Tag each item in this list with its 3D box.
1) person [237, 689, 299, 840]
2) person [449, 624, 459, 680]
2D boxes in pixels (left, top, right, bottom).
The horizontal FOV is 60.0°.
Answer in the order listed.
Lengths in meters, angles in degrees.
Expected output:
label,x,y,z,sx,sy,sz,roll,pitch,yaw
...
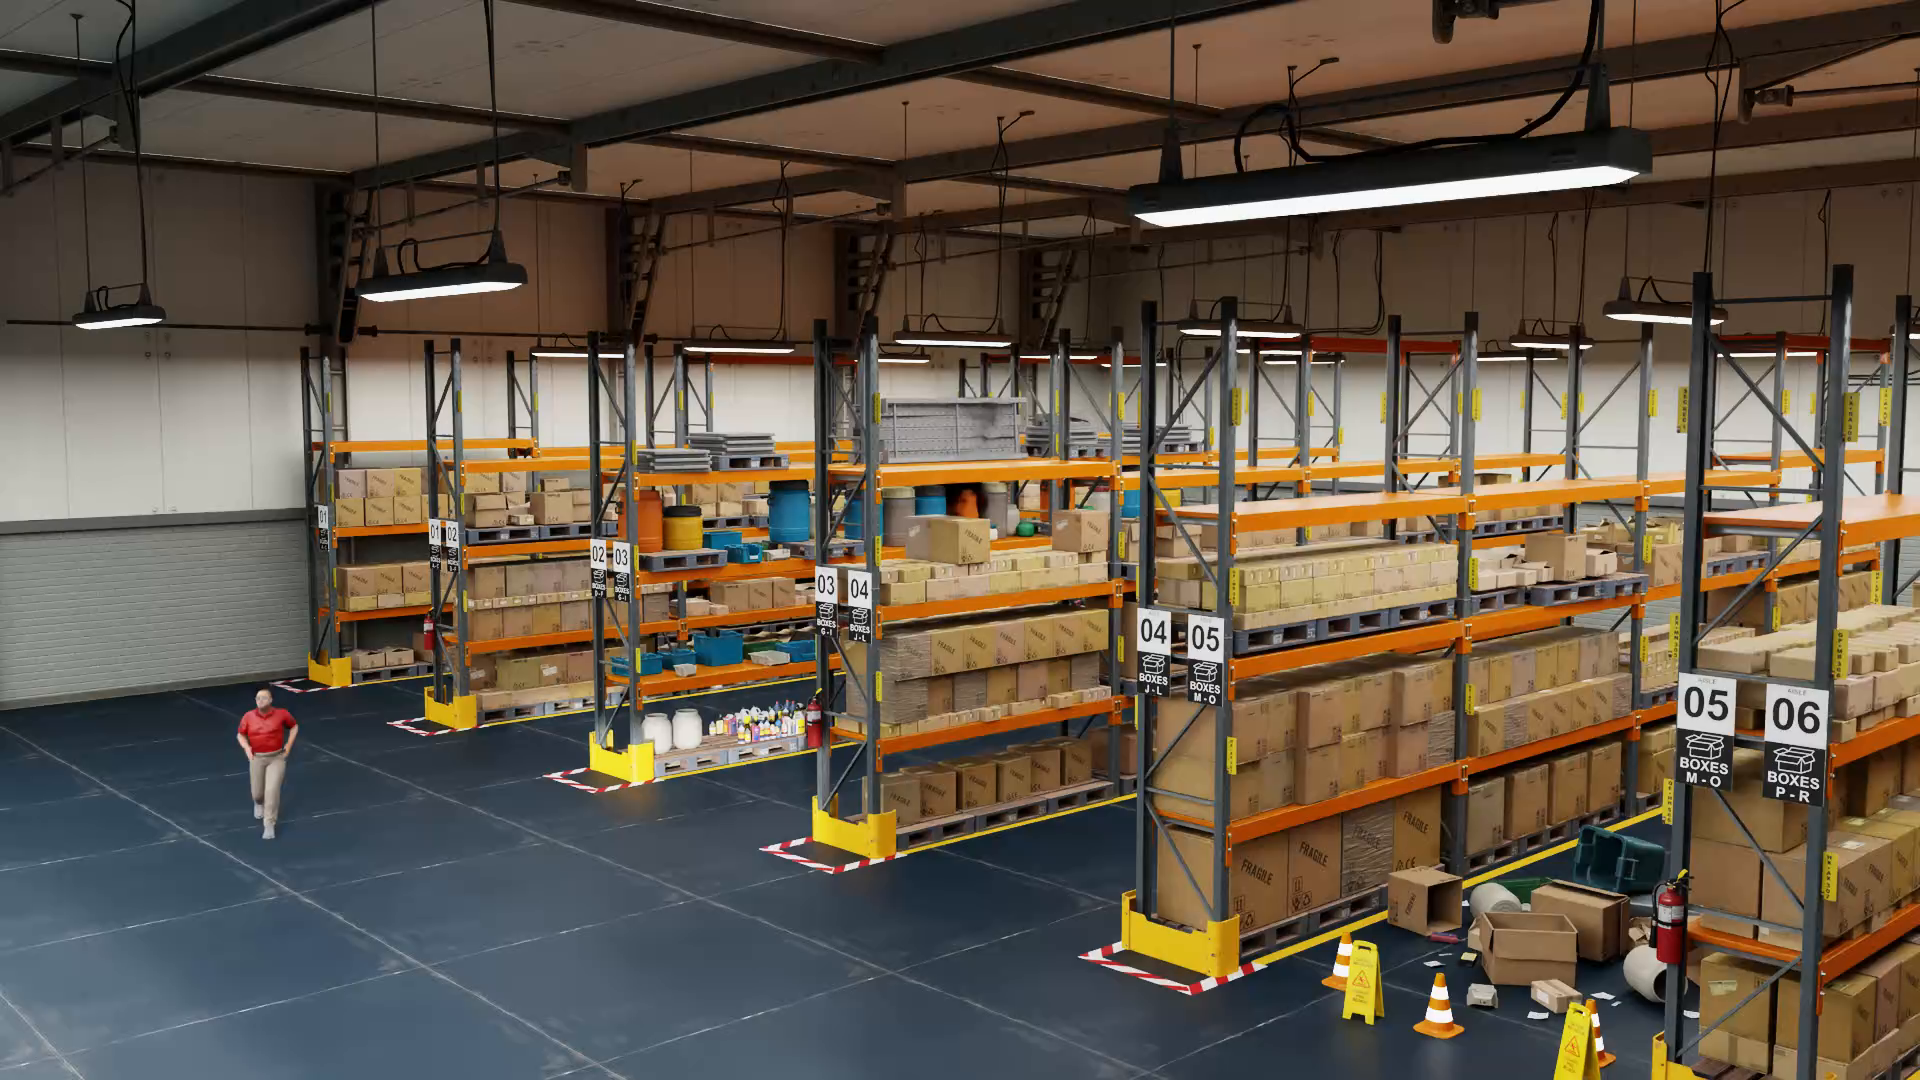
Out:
label,x,y,z,sx,sy,sz,roll,pitch,yaw
person,-8.165,2.603,19.646,0.670,1.726,0.834,-1,5,-14
person,-8.329,1.923,27.666,0.566,1.671,0.645,4,7,41
